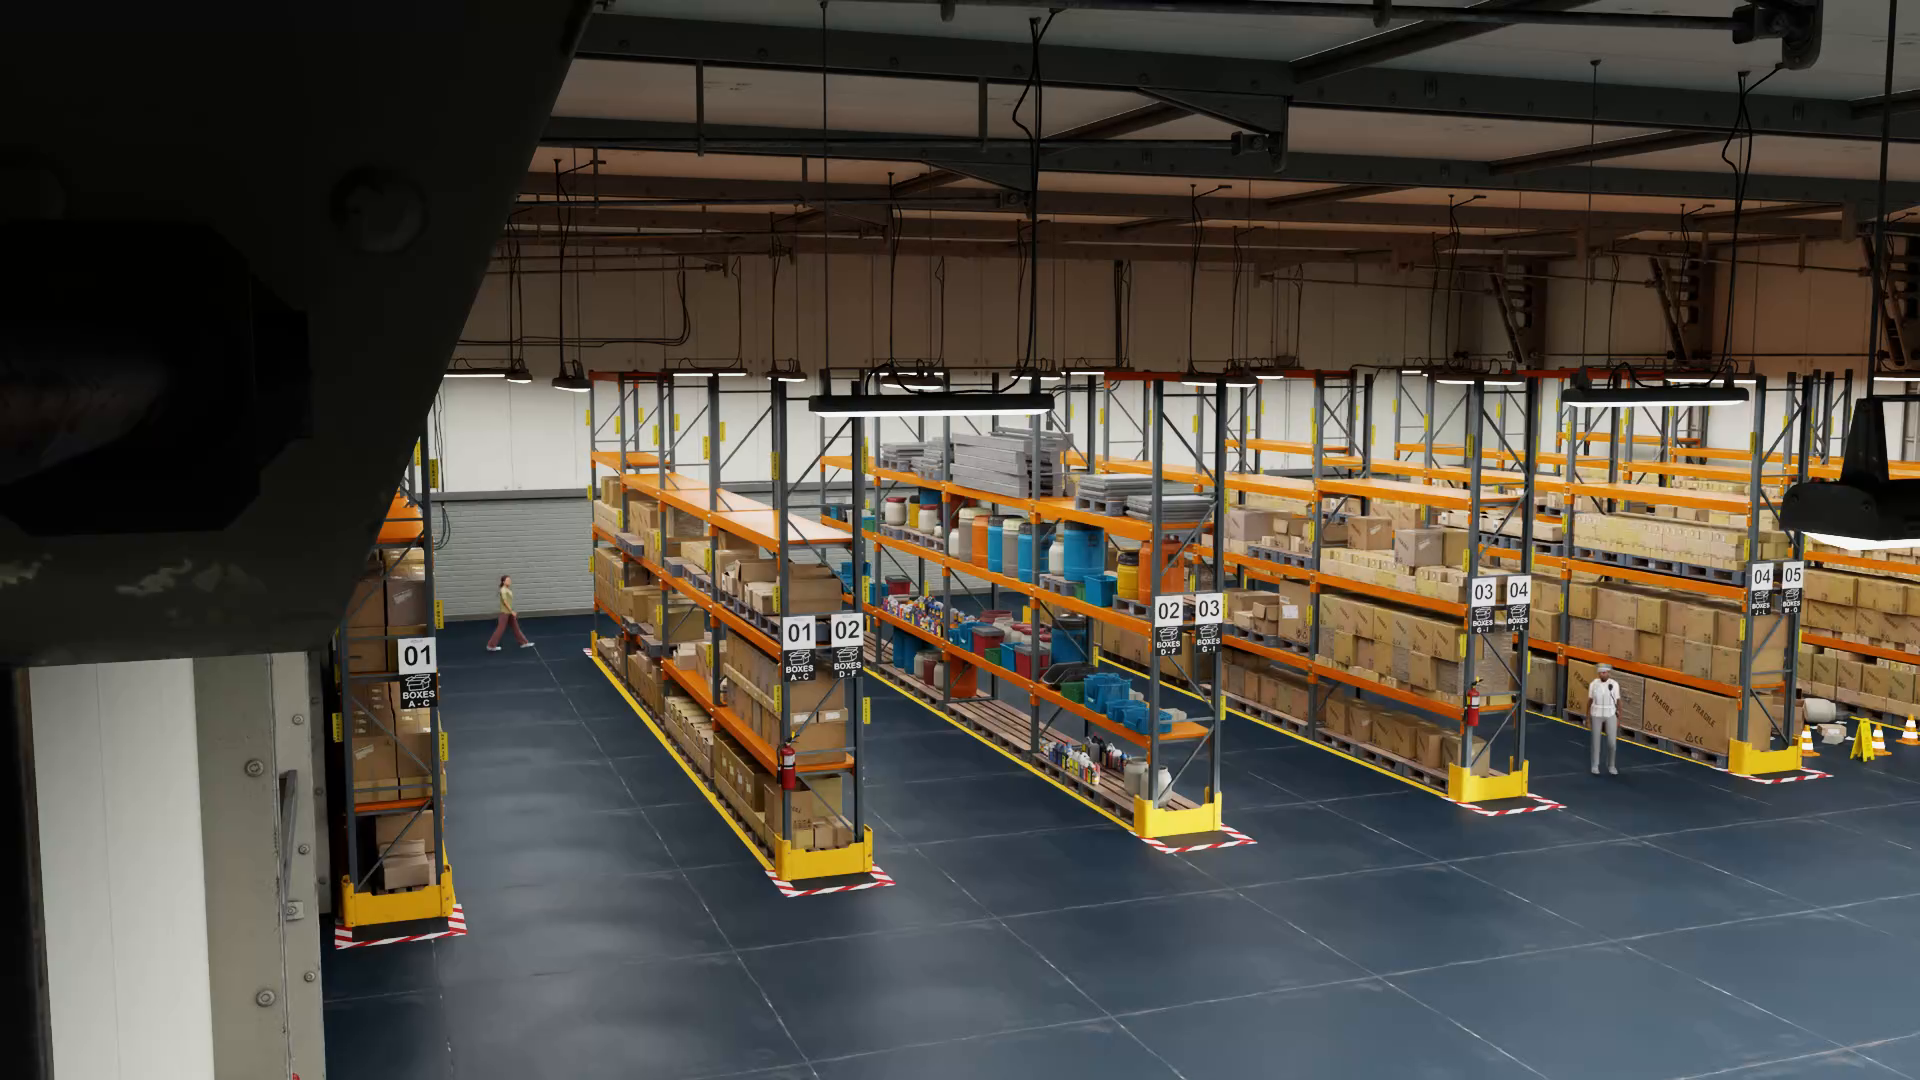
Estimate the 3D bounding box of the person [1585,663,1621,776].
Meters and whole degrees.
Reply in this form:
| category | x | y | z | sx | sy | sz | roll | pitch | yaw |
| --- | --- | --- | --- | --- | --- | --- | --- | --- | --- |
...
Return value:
| category | x | y | z | sx | sy | sz | roll | pitch | yaw |
| --- | --- | --- | --- | --- | --- | --- | --- | --- | --- |
| person | 9.723 | 2.696 | 25.143 | 0.495 | 1.708 | 0.348 | 3 | 7 | 28 |

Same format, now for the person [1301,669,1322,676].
| category | x | y | z | sx | sy | sz | roll | pitch | yaw |
| --- | --- | --- | --- | --- | --- | --- | --- | --- | --- |
| person | 6.997 | 1.771 | 32.821 | 0.683 | 1.786 | 0.397 | 6 | 8 | 41 |

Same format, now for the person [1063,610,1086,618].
| category | x | y | z | sx | sy | sz | roll | pitch | yaw |
| --- | --- | --- | --- | --- | --- | --- | --- | --- | --- |
| person | 2.129 | 2.035 | 31.049 | 0.570 | 1.797 | 0.892 | -3 | 7 | -22 |

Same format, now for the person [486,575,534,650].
| category | x | y | z | sx | sy | sz | roll | pitch | yaw |
| --- | --- | --- | --- | --- | --- | --- | --- | --- | --- |
| person | -9.638 | 1.539 | 35.577 | 1.019 | 1.607 | 0.571 | -2 | 7 | -20 |
